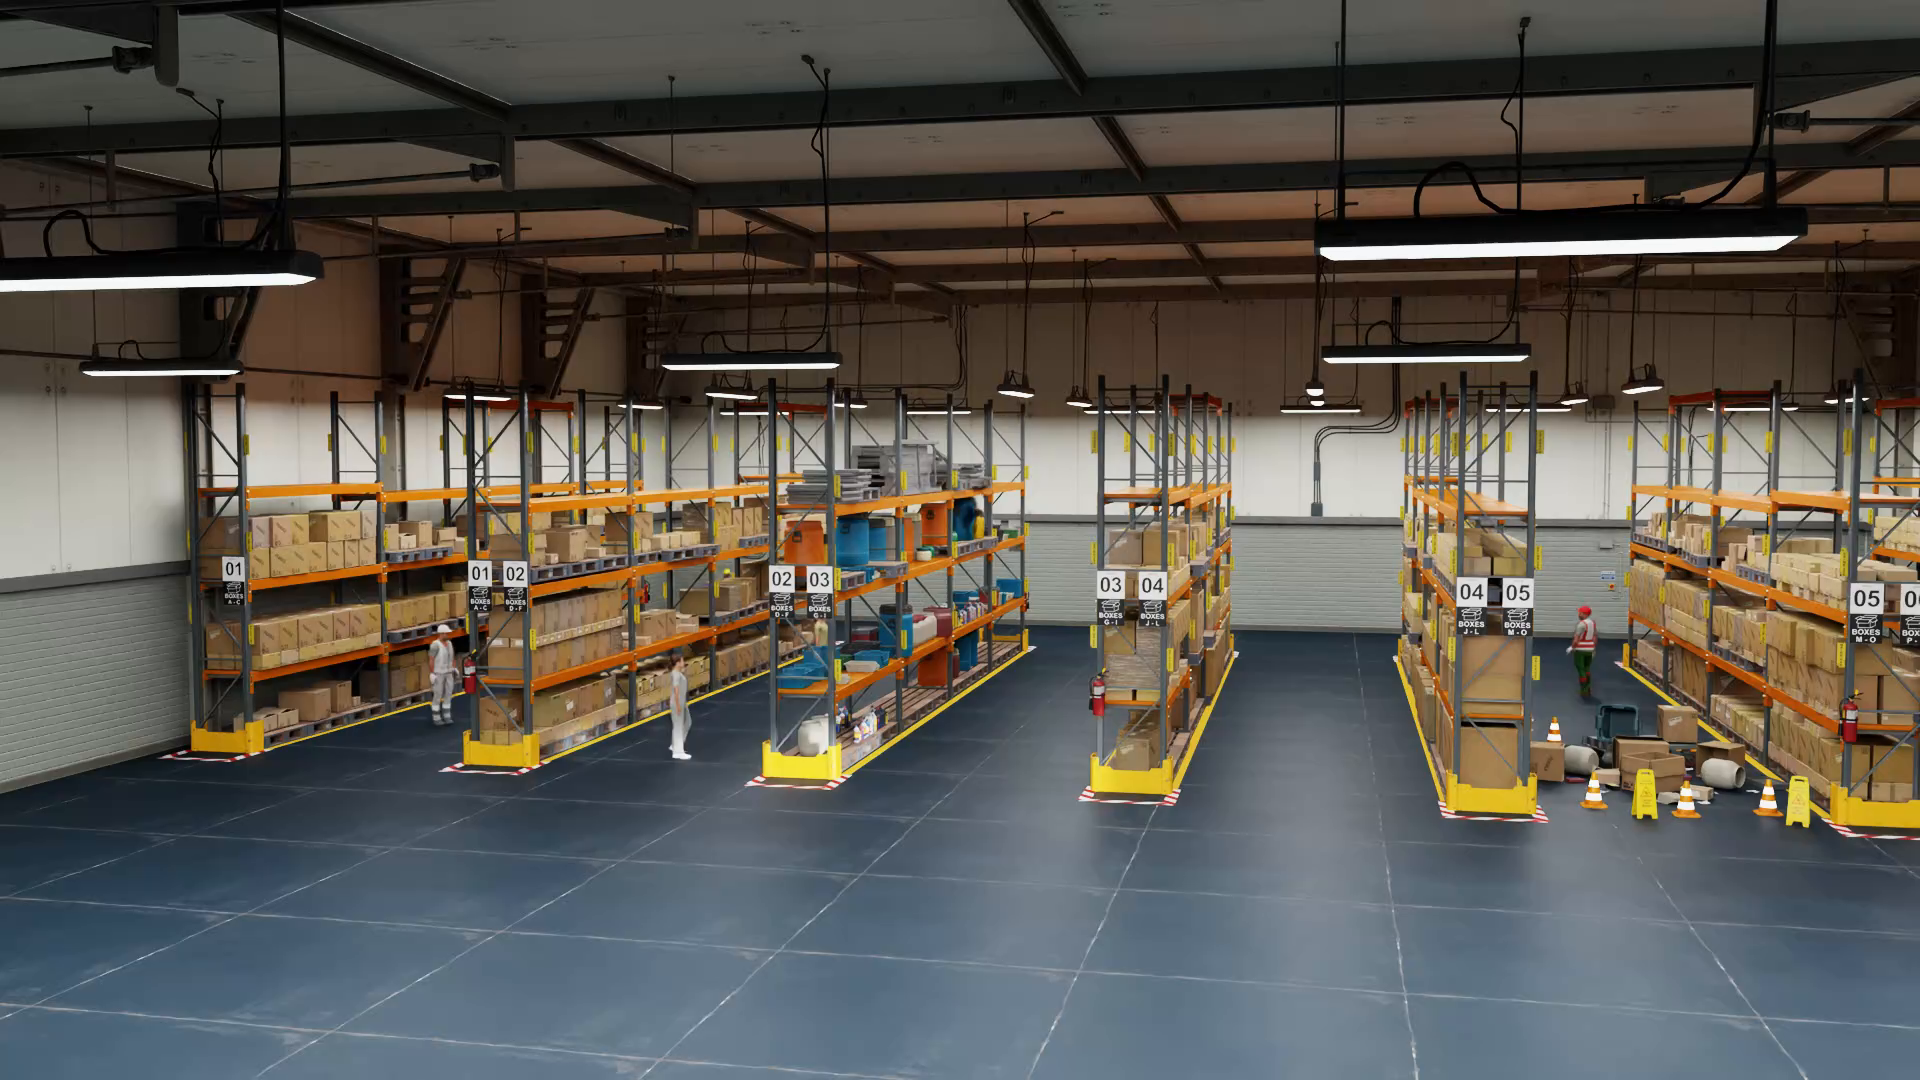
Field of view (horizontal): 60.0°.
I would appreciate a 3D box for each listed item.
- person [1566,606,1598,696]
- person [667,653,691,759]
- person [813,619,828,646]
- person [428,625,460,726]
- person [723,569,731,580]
[{"bbox_3d":[12.380,2.211,33.055,0.613,1.820,0.511,0,3,-5],"label":"person"},{"bbox_3d":[-4.495,2.659,26.630,0.386,1.698,0.522,0,3,-3],"label":"person"},{"bbox_3d":[-2.795,2.226,33.706,0.335,1.671,0.505,1,4,23],"label":"person"},{"bbox_3d":[-9.248,2.409,29.740,0.407,1.806,0.575,2,4,27],"label":"person"},{"bbox_3d":[-6.036,1.627,43.334,0.497,1.752,0.583,1,3,13],"label":"person"}]
